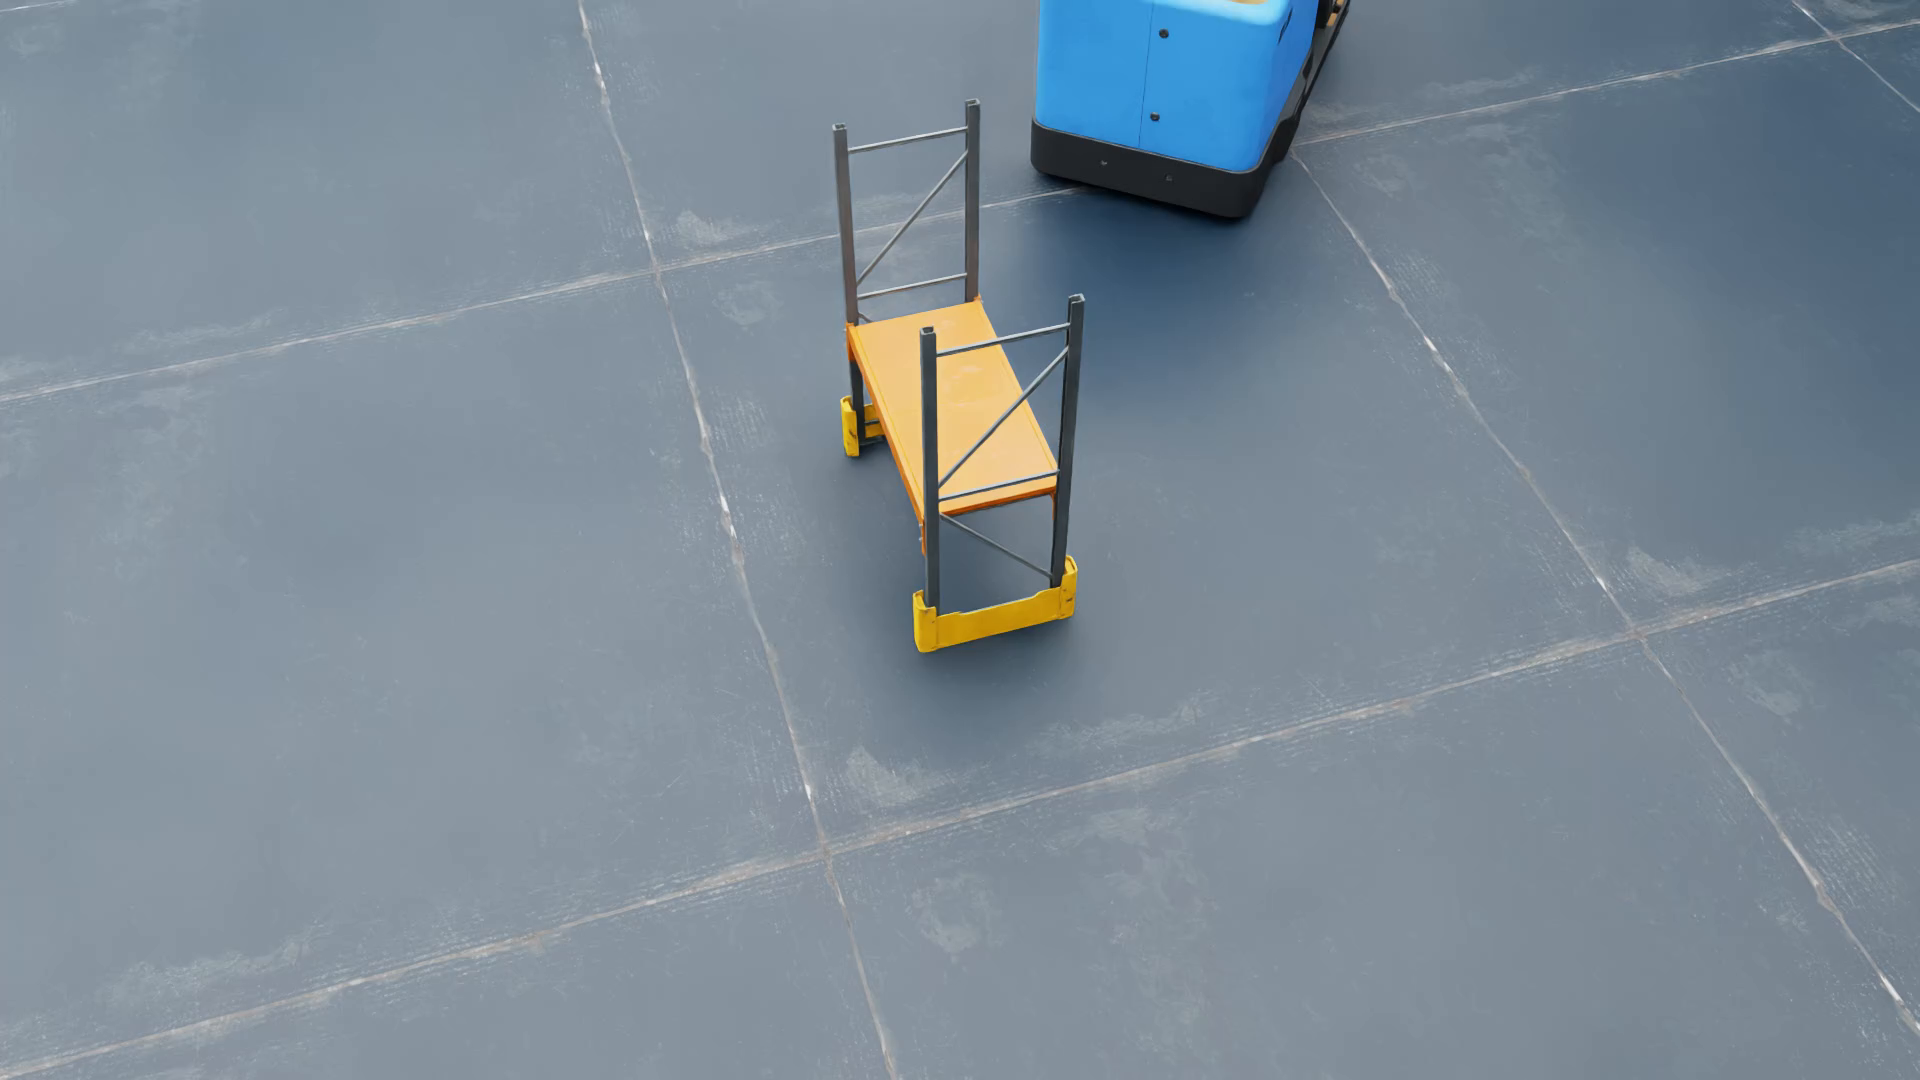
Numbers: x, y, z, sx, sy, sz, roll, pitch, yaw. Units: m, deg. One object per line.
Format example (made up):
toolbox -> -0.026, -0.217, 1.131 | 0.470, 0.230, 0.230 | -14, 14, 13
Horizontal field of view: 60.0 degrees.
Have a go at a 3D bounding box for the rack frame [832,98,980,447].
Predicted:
rack frame -> -0.176, -0.917, 6.042 | 0.500, 1.500, 0.032 | -13, 51, -11

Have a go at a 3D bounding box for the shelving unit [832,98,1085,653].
shelving unit -> -0.023, -0.539, 5.724 | 0.587, 1.500, 1.083 | -13, 51, -11

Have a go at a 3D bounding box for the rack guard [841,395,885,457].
rack guard -> -0.170, -0.500, 6.508 | 0.587, 0.250, 0.087 | -13, 51, -11

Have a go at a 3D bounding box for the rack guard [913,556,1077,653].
rack guard -> 0.125, 0.227, 5.895 | 0.587, 0.250, 0.087 | -13, 51, -11

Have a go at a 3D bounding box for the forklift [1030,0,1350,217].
forklift -> 1.336, -3.526, 7.305 | 1.130, 2.935, 3.031 | 17, 52, 14

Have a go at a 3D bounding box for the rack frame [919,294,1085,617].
rack frame -> 0.125, -0.174, 5.416 | 0.500, 1.500, 0.032 | -13, 51, -11

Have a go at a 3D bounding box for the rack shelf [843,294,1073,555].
rack shelf -> -0.025, -0.430, 5.867 | 0.538, 0.185, 1.000 | -13, 51, -11
